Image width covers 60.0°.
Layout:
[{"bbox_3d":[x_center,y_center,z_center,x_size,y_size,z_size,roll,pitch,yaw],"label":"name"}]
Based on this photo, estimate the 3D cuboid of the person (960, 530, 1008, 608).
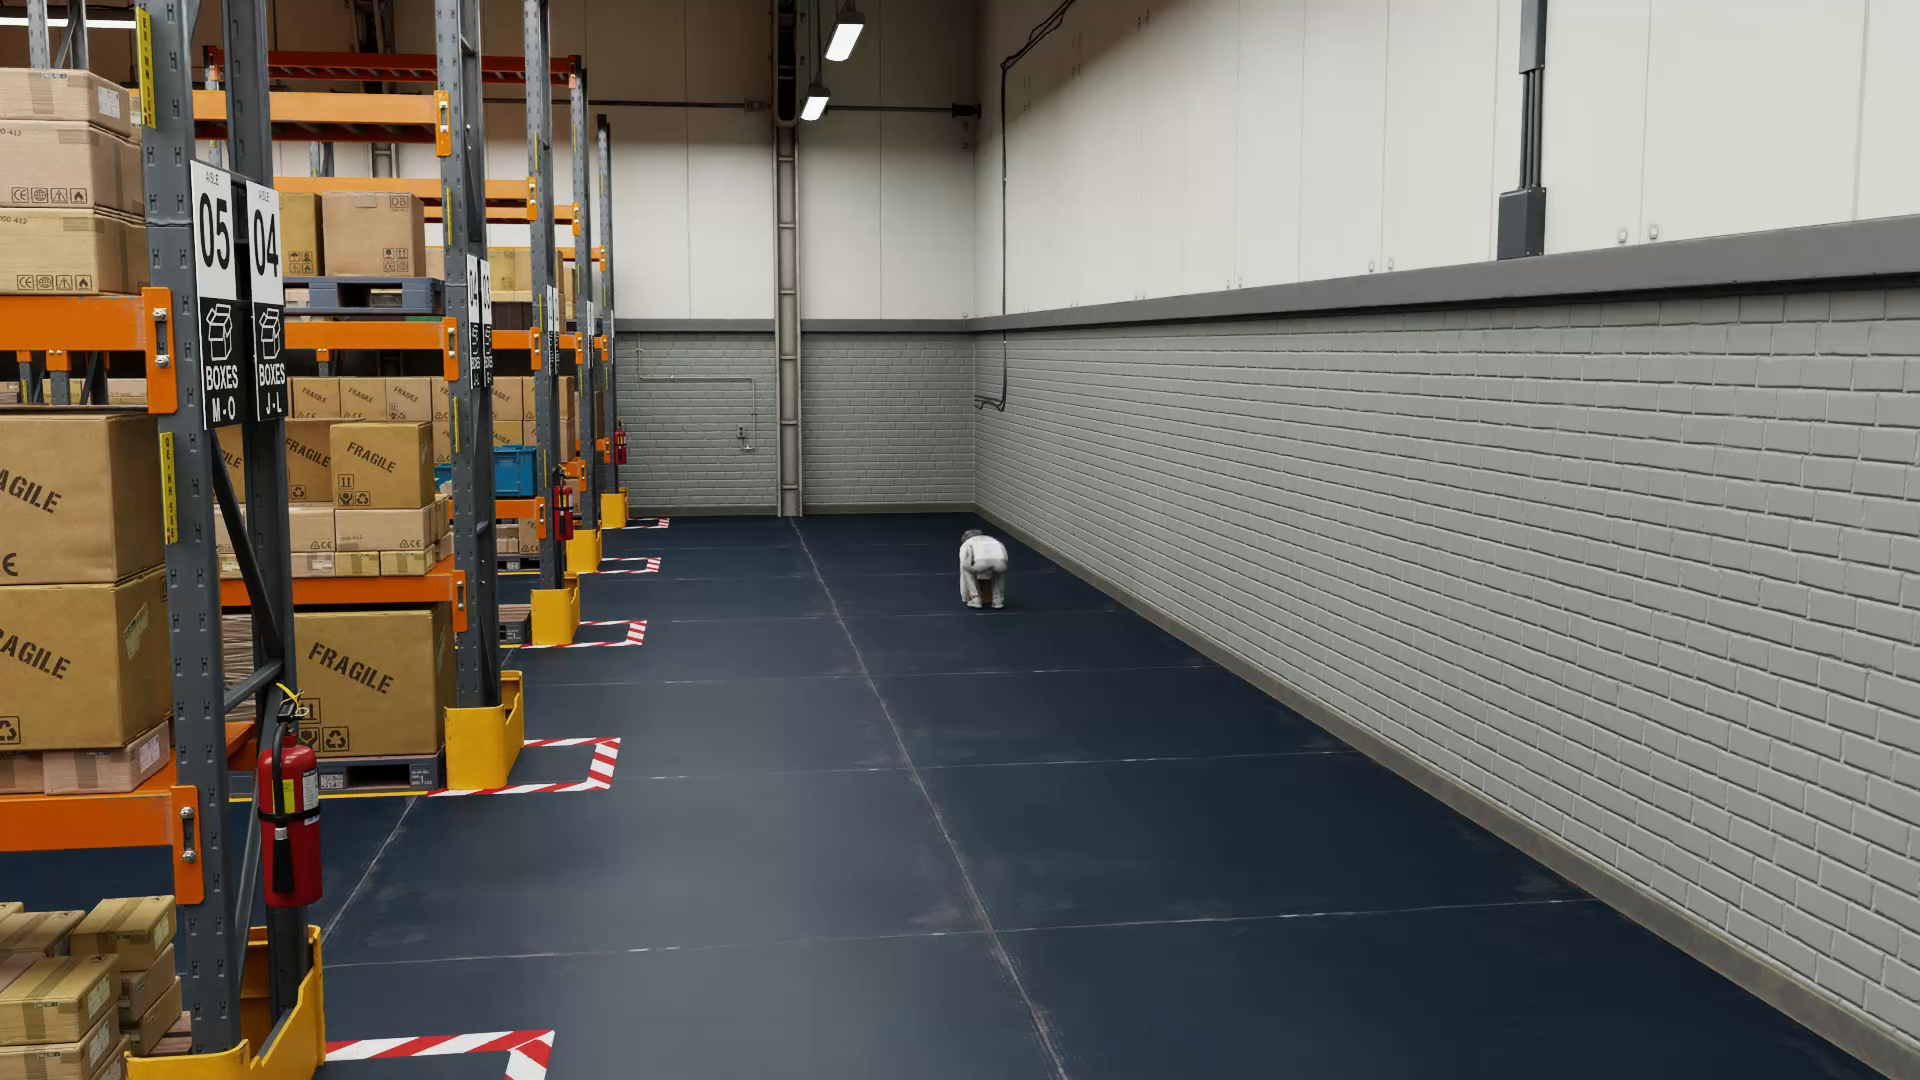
[{"bbox_3d":[0.238,0.312,17.173,0.452,0.769,0.913,-1,7,-10],"label":"person"}]
